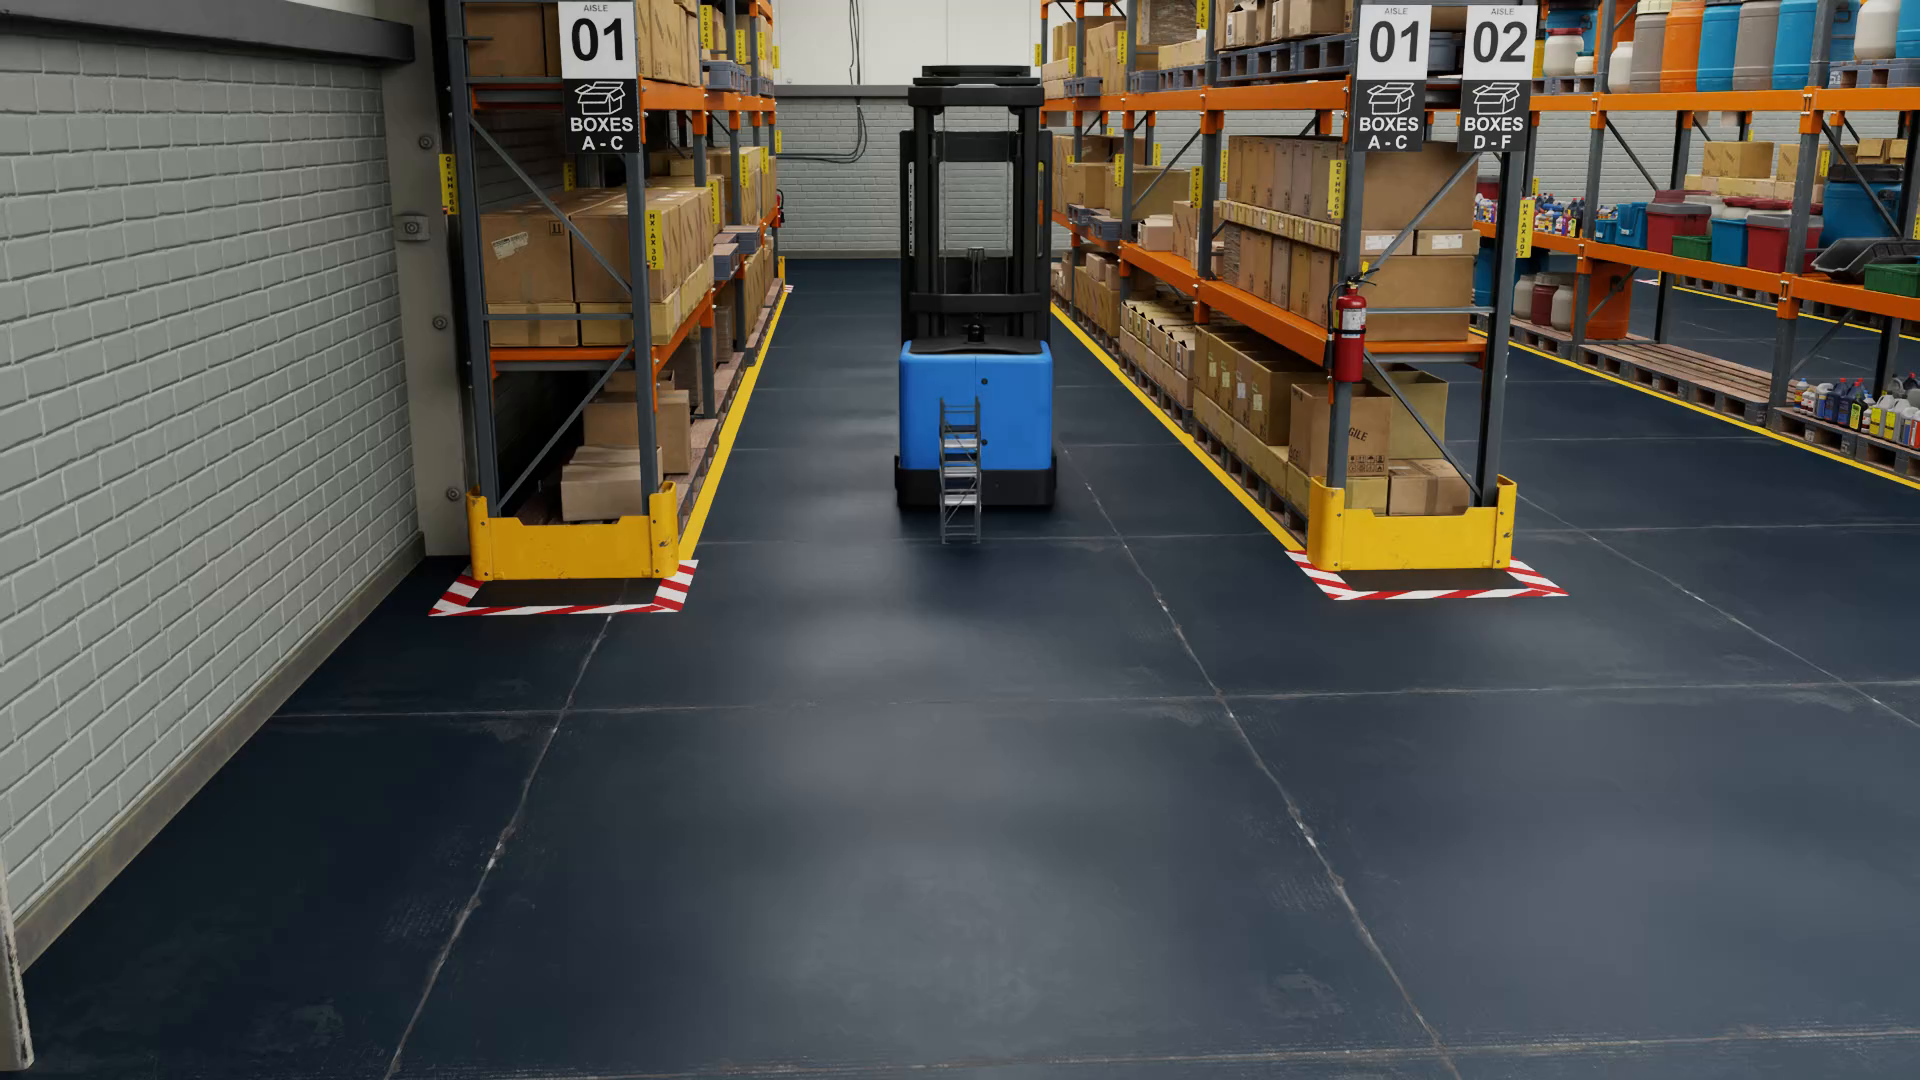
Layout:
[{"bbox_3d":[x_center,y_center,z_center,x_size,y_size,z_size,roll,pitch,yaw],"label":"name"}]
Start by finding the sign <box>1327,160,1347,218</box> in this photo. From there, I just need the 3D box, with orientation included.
[{"bbox_3d":[2.149,-1.997,9.467,0.100,0.325,0.005,-1,14,-3],"label":"sign"}]

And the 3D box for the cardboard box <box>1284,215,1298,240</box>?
[{"bbox_3d":[2.396,-2.103,11.176,0.380,0.149,0.250,0,14,-2],"label":"cardboard box"}]

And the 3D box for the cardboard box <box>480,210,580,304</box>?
[{"bbox_3d":[-2.494,-1.663,9.725,0.500,0.500,0.500,-1,14,-4],"label":"cardboard box"}]

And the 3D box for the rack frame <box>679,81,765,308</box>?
[{"bbox_3d":[-2.996,-4.233,20.959,1.000,3.000,0.127,-1,14,-3],"label":"rack frame"}]

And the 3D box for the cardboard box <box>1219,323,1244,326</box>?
[{"bbox_3d":[2.608,-1.824,15.146,0.500,0.311,0.500,-1,14,-5],"label":"cardboard box"}]

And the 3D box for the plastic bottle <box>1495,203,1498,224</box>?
[{"bbox_3d":[6.598,-3.975,20.203,0.152,0.276,0.135,-1,14,-3],"label":"plastic bottle"}]

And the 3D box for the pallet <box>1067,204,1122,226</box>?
[{"bbox_3d":[1.889,-4.017,20.504,1.003,0.211,1.213,-1,14,-3],"label":"pallet"}]

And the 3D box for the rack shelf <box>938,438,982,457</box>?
[{"bbox_3d":[0.000,-0.580,10.386,0.258,0.077,0.200,-1,14,-3],"label":"rack shelf"}]

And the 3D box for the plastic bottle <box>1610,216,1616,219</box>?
[{"bbox_3d":[7.284,-3.516,18.571,0.097,0.201,0.097,0,14,0],"label":"plastic bottle"}]

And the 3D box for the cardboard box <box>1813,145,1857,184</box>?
[{"bbox_3d":[11.540,-5.007,22.167,0.500,0.500,0.500,0,14,-2],"label":"cardboard box"}]

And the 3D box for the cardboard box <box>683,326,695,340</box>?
[{"bbox_3d":[-2.593,-1.901,14.525,0.500,0.250,0.500,-1,14,-5],"label":"cardboard box"}]

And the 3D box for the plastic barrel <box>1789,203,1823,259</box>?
[{"bbox_3d":[7.548,-2.703,14.741,0.433,0.535,0.433,0,14,0],"label":"plastic barrel"}]

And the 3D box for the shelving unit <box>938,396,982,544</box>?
[{"bbox_3d":[0.000,-0.438,10.422,0.258,0.900,0.210,-1,14,-3],"label":"shelving unit"}]

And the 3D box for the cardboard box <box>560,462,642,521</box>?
[{"bbox_3d":[-2.205,-0.333,10.314,0.500,0.311,0.500,-3,15,-10],"label":"cardboard box"}]

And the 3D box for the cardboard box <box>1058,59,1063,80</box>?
[{"bbox_3d":[1.591,-6.298,22.263,0.500,0.250,0.500,-1,14,-3],"label":"cardboard box"}]

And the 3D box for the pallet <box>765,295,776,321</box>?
[{"bbox_3d":[-2.965,-3.073,22.046,1.003,0.211,1.213,-1,14,-3],"label":"pallet"}]

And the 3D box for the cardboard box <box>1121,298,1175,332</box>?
[{"bbox_3d":[1.935,-2.324,17.090,0.500,0.311,0.500,0,14,-2],"label":"cardboard box"}]

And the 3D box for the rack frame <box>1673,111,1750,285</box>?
[{"bbox_3d":[11.588,-5.457,25.717,1.000,3.000,0.127,-1,14,-3],"label":"rack frame"}]

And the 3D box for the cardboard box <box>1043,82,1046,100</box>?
[{"bbox_3d":[1.479,-6.554,24.259,0.500,0.250,0.500,-1,14,-3],"label":"cardboard box"}]

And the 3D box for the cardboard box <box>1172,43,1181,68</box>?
[{"bbox_3d":[2.331,-4.657,16.045,0.500,0.250,0.500,0,14,-2],"label":"cardboard box"}]

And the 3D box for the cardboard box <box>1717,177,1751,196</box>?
[{"bbox_3d":[11.415,-5.151,24.230,0.500,0.250,0.500,-1,14,-5],"label":"cardboard box"}]

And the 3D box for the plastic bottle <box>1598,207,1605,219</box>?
[{"bbox_3d":[7.399,-3.701,19.147,0.097,0.271,0.097,0,14,0],"label":"plastic bottle"}]

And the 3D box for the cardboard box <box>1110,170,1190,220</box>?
[{"bbox_3d":[2.045,-3.722,17.930,0.700,0.500,0.500,-6,16,-22],"label":"cardboard box"}]

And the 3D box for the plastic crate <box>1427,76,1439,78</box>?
[{"bbox_3d":[6.465,-6.419,23.560,0.504,0.338,0.767,-1,14,-3],"label":"plastic crate"}]

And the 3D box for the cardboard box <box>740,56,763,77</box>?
[{"bbox_3d":[-2.775,-6.041,21.222,0.500,0.250,0.500,-1,14,-4],"label":"cardboard box"}]

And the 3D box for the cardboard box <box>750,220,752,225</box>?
[{"bbox_3d":[-2.658,-3.787,19.690,0.380,0.149,0.250,-1,14,-3],"label":"cardboard box"}]

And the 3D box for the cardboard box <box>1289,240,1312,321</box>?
[{"bbox_3d":[2.613,-1.745,11.087,0.700,0.500,0.500,-1,14,-3],"label":"cardboard box"}]

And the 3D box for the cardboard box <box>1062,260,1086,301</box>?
[{"bbox_3d":[1.630,-3.450,22.050,0.500,0.500,0.500,-1,14,-3],"label":"cardboard box"}]

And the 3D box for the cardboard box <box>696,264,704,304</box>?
[{"bbox_3d":[-2.099,-1.818,11.835,0.500,0.250,0.500,-1,14,-4],"label":"cardboard box"}]

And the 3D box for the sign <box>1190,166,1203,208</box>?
[{"bbox_3d":[1.903,-2.832,13.350,0.100,0.325,0.005,-1,14,-3],"label":"sign"}]

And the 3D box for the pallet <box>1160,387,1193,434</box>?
[{"bbox_3d":[2.359,-1.153,14.584,1.003,0.211,1.213,-1,14,-3],"label":"pallet"}]

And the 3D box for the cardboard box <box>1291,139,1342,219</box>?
[{"bbox_3d":[2.602,-2.388,10.985,0.700,0.500,0.500,-1,14,-3],"label":"cardboard box"}]

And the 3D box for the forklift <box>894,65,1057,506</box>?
[{"bbox_3d":[0.117,-1.960,12.262,1.130,2.935,3.031,0,14,0],"label":"forklift"}]

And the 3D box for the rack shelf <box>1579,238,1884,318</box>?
[{"bbox_3d":[7.264,-2.545,15.843,1.077,0.370,4.000,-1,14,-3],"label":"rack shelf"}]

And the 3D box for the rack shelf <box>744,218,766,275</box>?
[{"bbox_3d":[-2.872,-3.387,19.115,1.077,0.370,4.000,-1,14,-3],"label":"rack shelf"}]

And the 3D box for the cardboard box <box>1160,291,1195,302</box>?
[{"bbox_3d":[2.453,-2.436,18.107,0.500,0.500,0.500,0,14,-1],"label":"cardboard box"}]

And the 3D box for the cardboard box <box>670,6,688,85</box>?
[{"bbox_3d":[-2.131,-3.369,11.341,0.500,0.500,0.500,-1,15,-6],"label":"cardboard box"}]

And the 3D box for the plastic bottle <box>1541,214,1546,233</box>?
[{"bbox_3d":[6.656,-3.596,18.883,0.097,0.201,0.097,0,14,0],"label":"plastic bottle"}]

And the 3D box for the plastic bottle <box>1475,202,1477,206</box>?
[{"bbox_3d":[6.498,-4.198,21.059,0.061,0.283,0.133,-1,14,-3],"label":"plastic bottle"}]

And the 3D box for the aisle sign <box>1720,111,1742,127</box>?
[{"bbox_3d":[11.883,-6.739,25.480,0.394,0.787,0.004,-1,14,-3],"label":"aisle sign"}]

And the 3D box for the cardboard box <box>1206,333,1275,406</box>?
[{"bbox_3d":[2.199,-1.311,12.774,0.500,0.500,0.500,-1,14,-3],"label":"cardboard box"}]

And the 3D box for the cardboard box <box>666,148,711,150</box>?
[{"bbox_3d":[-3.152,-4.425,19.363,0.500,0.250,0.500,-1,14,-5],"label":"cardboard box"}]

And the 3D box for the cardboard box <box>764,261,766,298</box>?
[{"bbox_3d":[-2.940,-3.413,21.947,0.700,0.500,0.500,-1,14,-3],"label":"cardboard box"}]

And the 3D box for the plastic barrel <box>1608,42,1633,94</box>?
[{"bbox_3d":[6.854,-4.816,16.980,0.421,0.512,0.421,0,14,0],"label":"plastic barrel"}]

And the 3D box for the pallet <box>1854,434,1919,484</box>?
[{"bbox_3d":[7.467,-0.574,12.334,1.003,0.211,1.213,-1,14,-3],"label":"pallet"}]

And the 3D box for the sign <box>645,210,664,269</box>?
[{"bbox_3d":[-1.711,-1.676,9.284,0.100,0.325,0.005,-1,14,-3],"label":"sign"}]

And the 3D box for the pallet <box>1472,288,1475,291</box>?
[{"bbox_3d":[6.729,-3.522,23.791,1.003,0.211,1.213,-1,14,-3],"label":"pallet"}]

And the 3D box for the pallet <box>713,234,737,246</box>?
[{"bbox_3d":[-2.584,-2.654,15.205,1.003,0.211,1.213,-1,14,-3],"label":"pallet"}]

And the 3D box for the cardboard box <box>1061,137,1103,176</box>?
[{"bbox_3d":[1.624,-5.092,22.091,0.500,0.500,0.500,-1,14,-5],"label":"cardboard box"}]

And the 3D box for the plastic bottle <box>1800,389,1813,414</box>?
[{"bbox_3d":[6.977,-1.143,13.682,0.097,0.201,0.097,0,14,0],"label":"plastic bottle"}]

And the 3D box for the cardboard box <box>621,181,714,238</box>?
[{"bbox_3d":[-2.597,-2.934,14.828,0.700,0.500,0.500,1,14,4],"label":"cardboard box"}]

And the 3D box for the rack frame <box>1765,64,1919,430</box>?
[{"bbox_3d":[7.388,-2.396,13.820,1.000,3.000,0.127,-1,14,-3],"label":"rack frame"}]

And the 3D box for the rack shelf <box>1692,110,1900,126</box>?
[{"bbox_3d":[11.712,-6.064,23.499,1.077,0.370,4.000,-1,14,-3],"label":"rack shelf"}]

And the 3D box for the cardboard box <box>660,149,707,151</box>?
[{"bbox_3d":[-3.124,-4.295,18.859,0.500,0.250,0.500,-1,14,-5],"label":"cardboard box"}]
